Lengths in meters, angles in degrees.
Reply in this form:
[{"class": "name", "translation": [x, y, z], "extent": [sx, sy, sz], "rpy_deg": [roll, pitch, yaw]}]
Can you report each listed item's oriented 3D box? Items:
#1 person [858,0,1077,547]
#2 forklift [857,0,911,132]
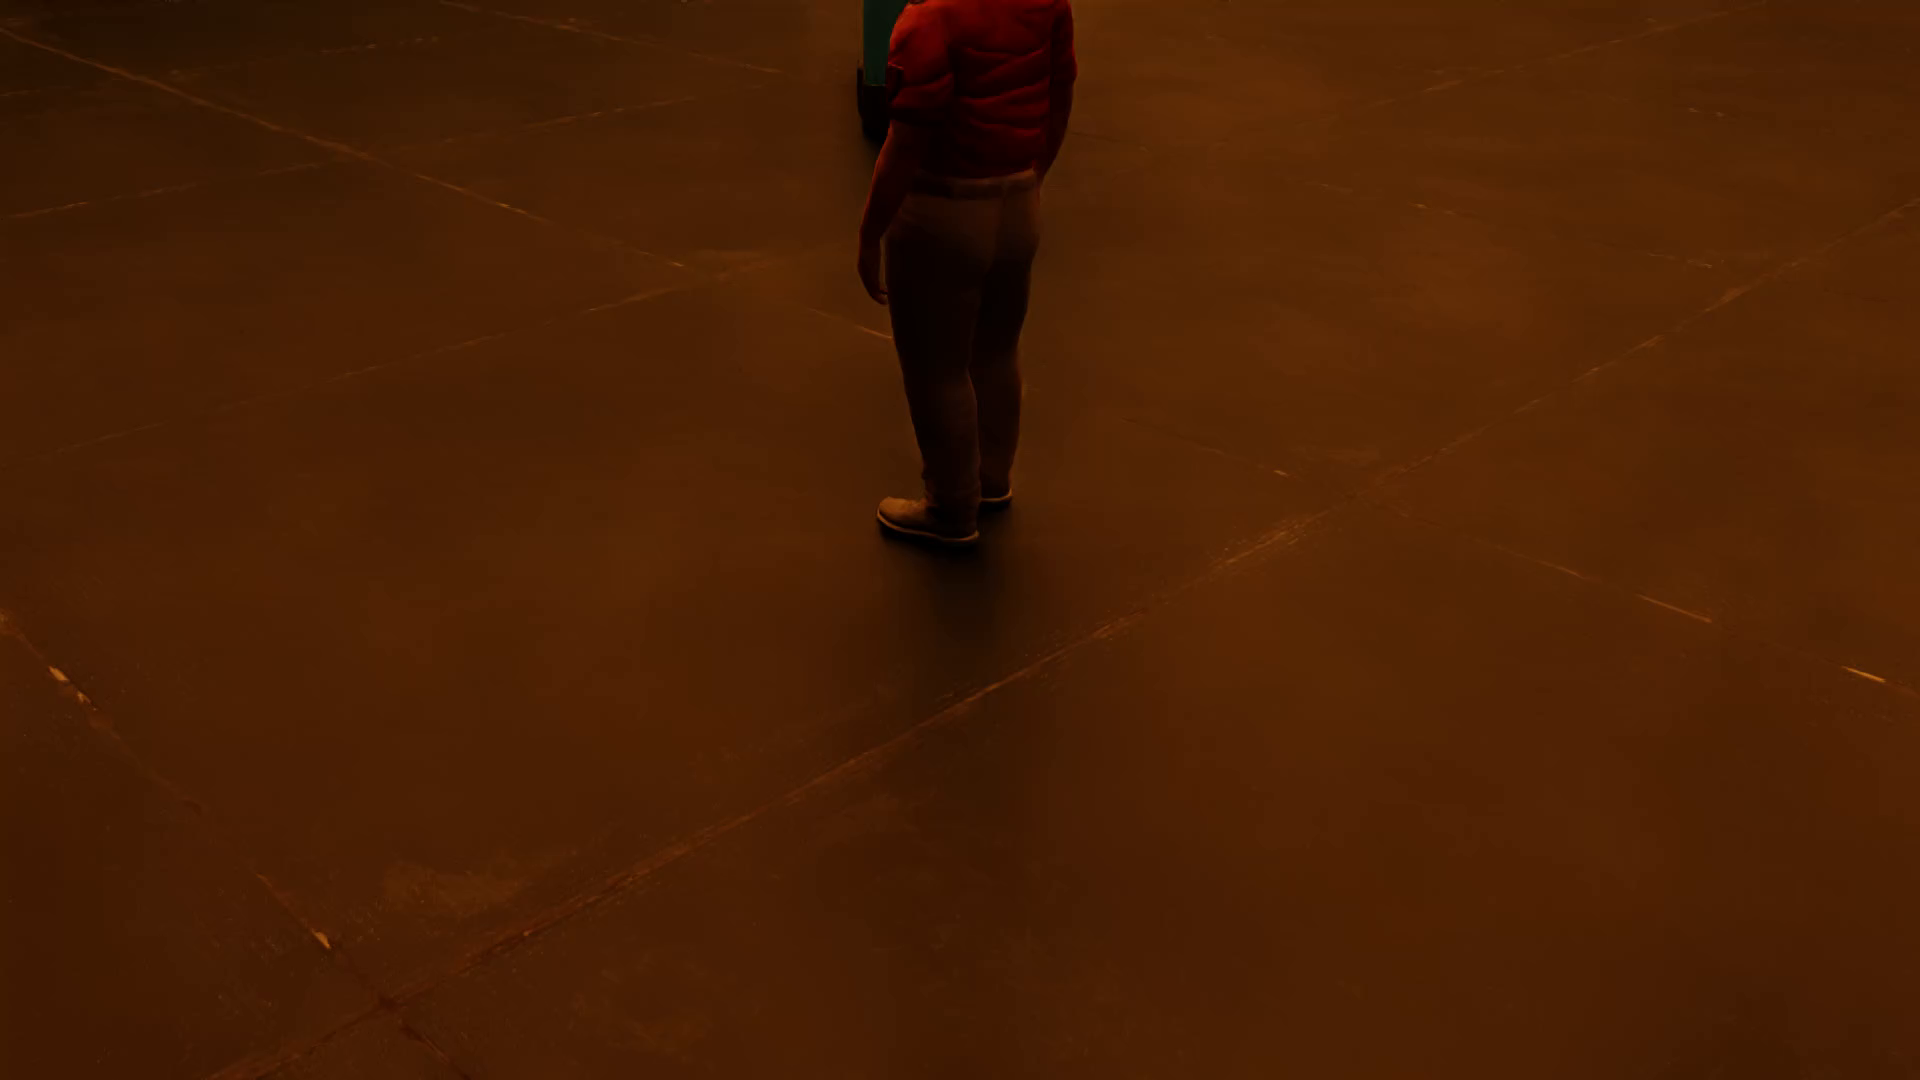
[{"class": "person", "translation": [-0.055, -0.814, 4.223], "extent": [0.640, 1.726, 0.550], "rpy_deg": [-24, 35, -39]}, {"class": "forklift", "translation": [-0.021, -4.073, 9.519], "extent": [1.130, 2.935, 3.031], "rpy_deg": [-1, 26, -1]}]
